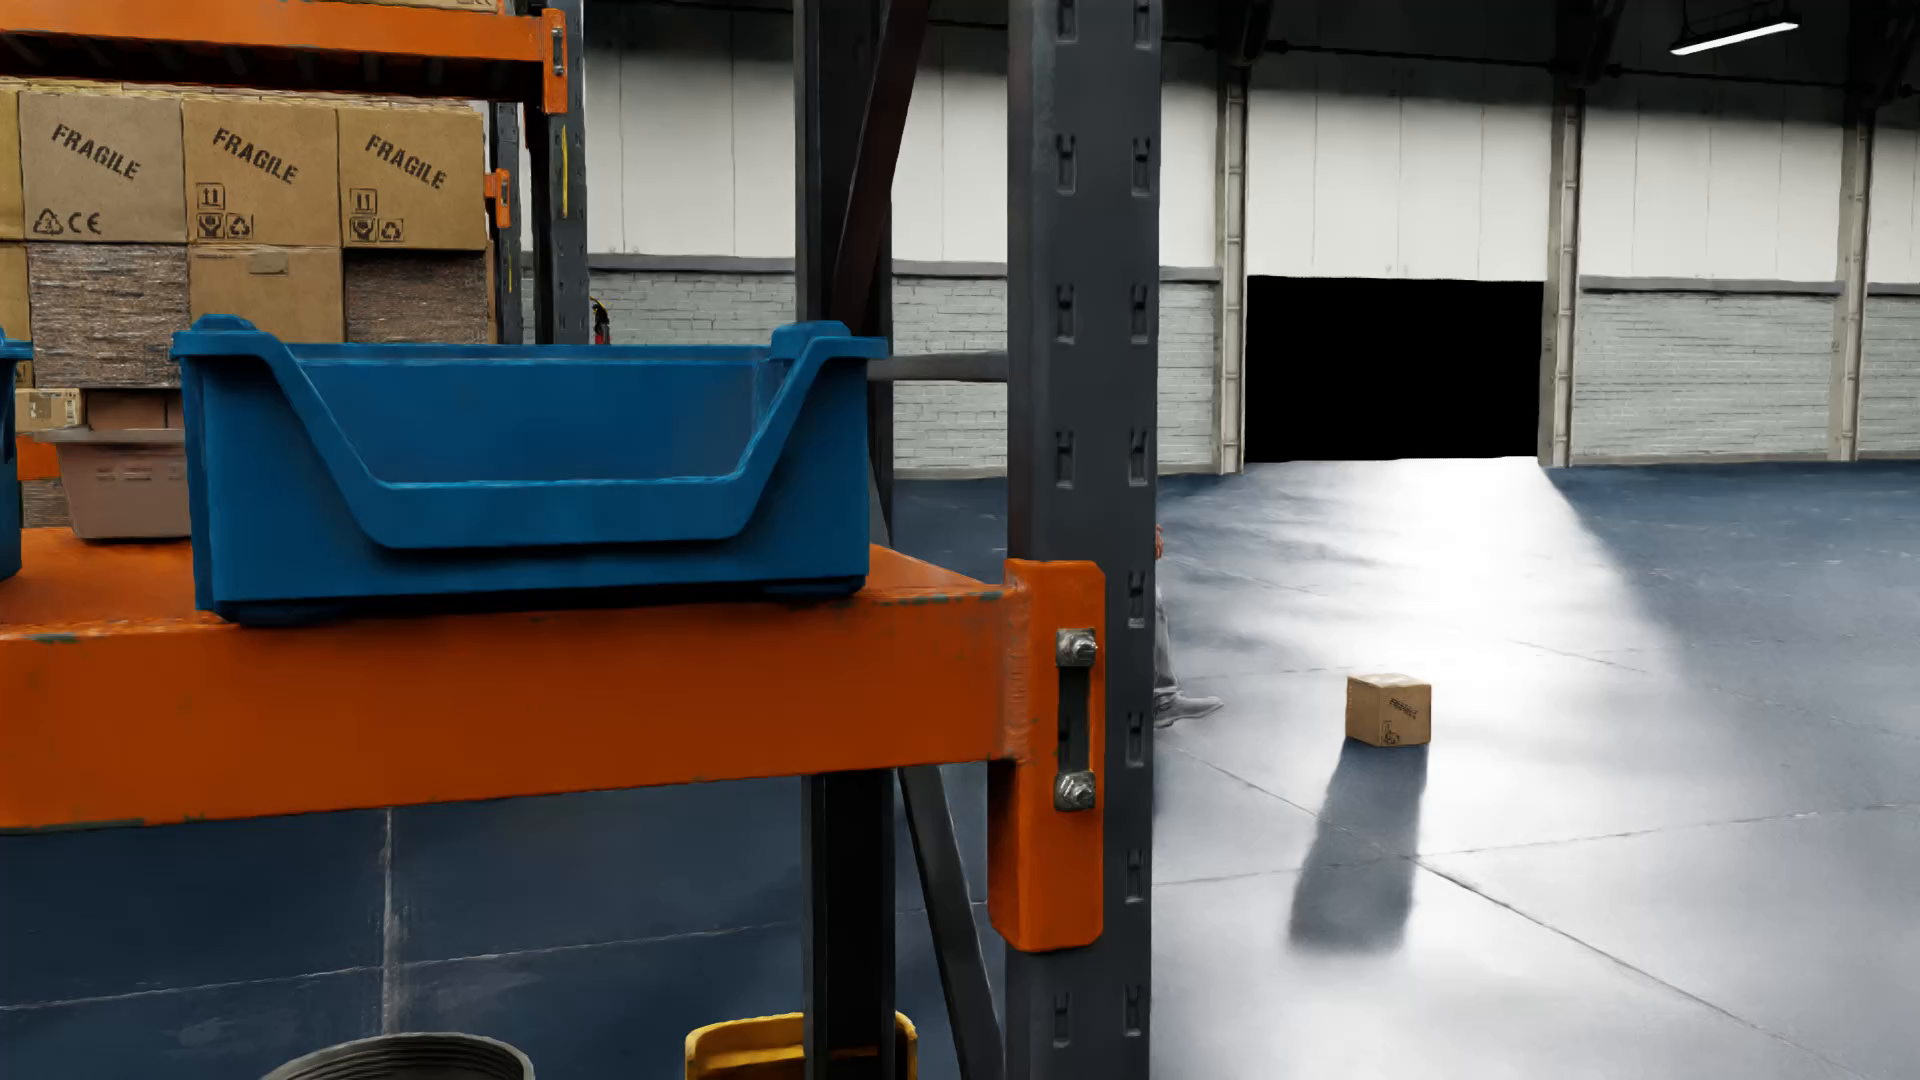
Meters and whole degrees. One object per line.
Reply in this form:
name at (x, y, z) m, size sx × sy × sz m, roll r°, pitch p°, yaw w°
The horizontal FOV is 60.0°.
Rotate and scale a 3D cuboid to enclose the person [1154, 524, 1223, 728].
person at (0.587, -0.064, 6.895) m, size 1.024 × 1.737 × 0.542 m, roll 1°, pitch 6°, yaw 7°
